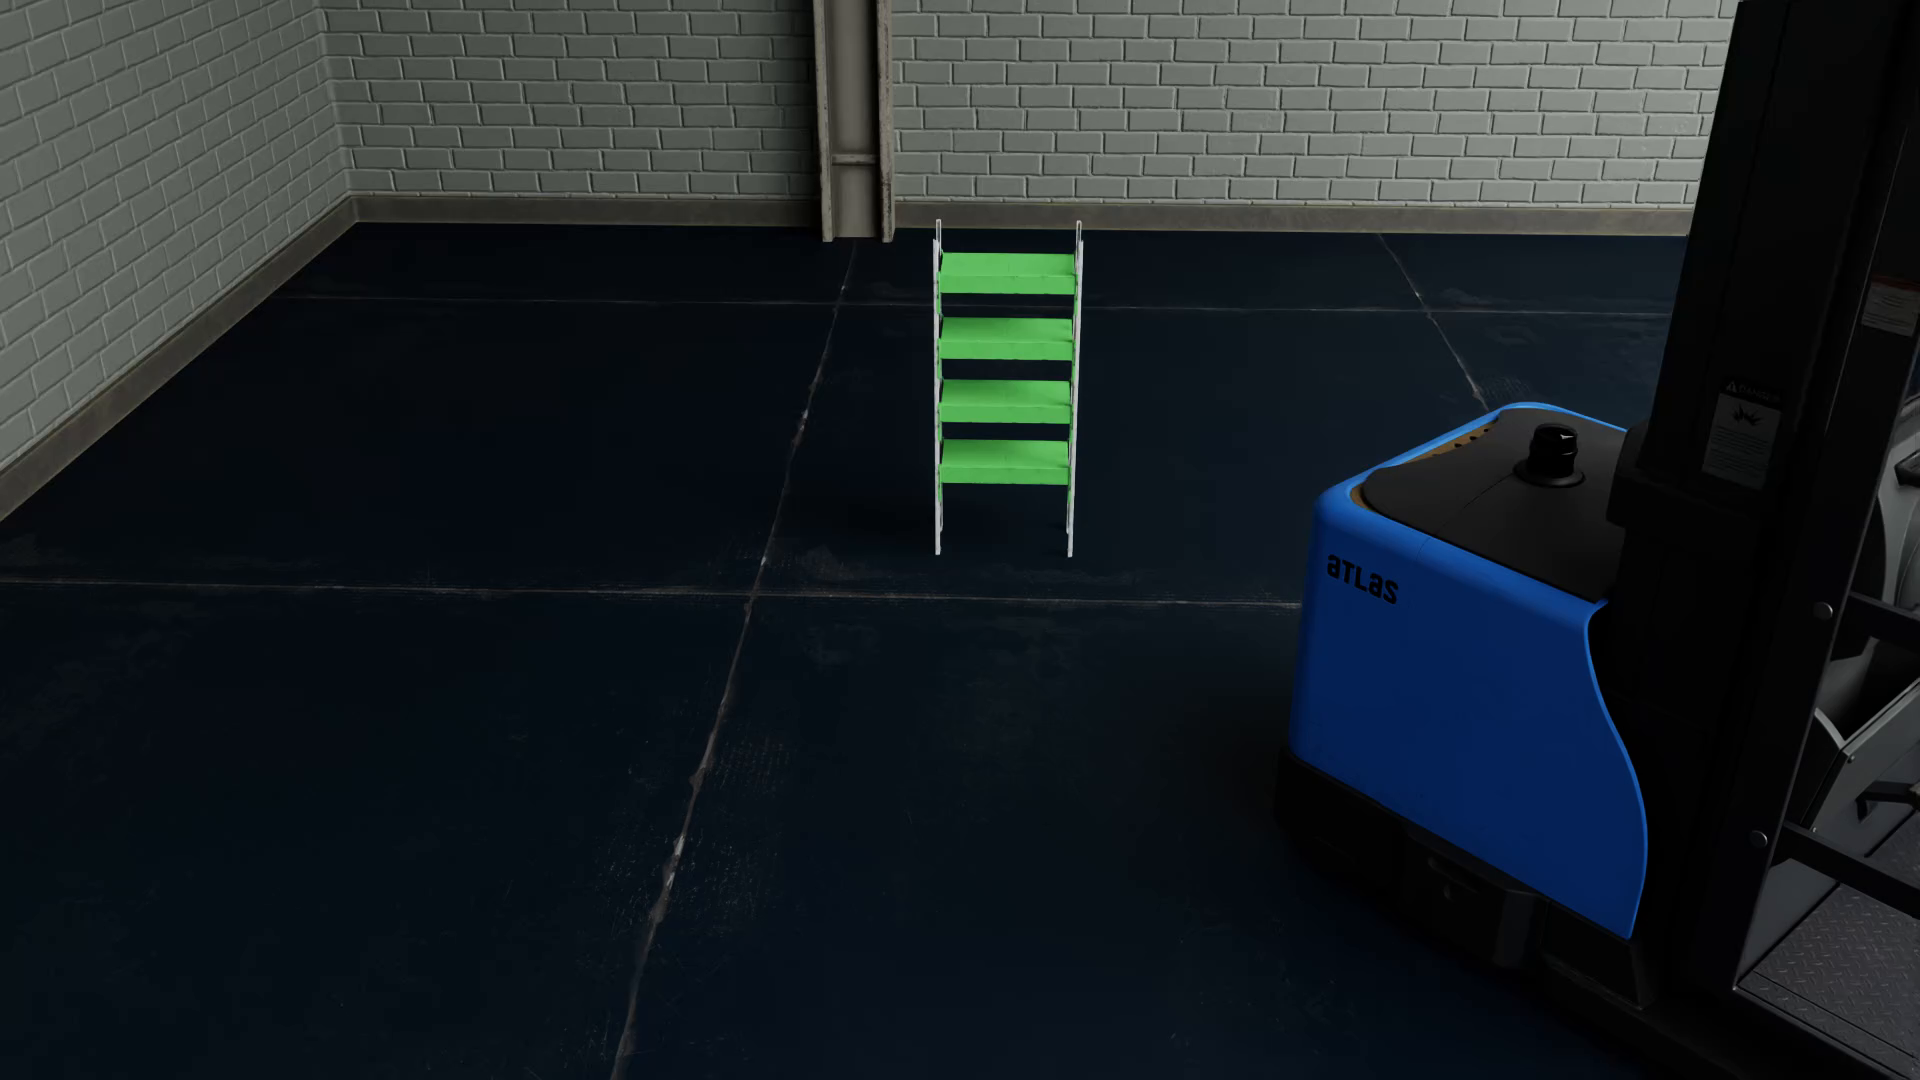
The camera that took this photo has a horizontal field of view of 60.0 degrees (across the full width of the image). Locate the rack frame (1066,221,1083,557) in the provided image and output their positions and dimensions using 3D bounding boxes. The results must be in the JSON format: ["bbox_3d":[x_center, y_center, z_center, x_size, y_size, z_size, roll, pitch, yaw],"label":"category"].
[{"bbox_3d":[0.409,-0.523,5.956,0.015,1.200,0.240,1,28,2],"label":"rack frame"}]

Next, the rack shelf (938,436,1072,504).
[{"bbox_3d":[0.165,-0.259,6.106,0.480,0.148,0.258,1,28,2],"label":"rack shelf"}]

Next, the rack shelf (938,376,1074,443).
[{"bbox_3d":[0.165,-0.471,5.994,0.480,0.148,0.258,1,28,2],"label":"rack shelf"}]

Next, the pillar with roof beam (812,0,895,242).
[{"bbox_3d":[-0.733,-3.726,3.671,0.400,9.000,9.100,1,28,2],"label":"pillar with roof beam"}]

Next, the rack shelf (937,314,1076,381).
[{"bbox_3d":[0.165,-0.683,5.881,0.480,0.148,0.258,1,28,2],"label":"rack shelf"}]

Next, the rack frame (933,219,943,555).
[{"bbox_3d":[-0.078,-0.531,5.971,0.015,1.200,0.240,1,28,2],"label":"rack frame"}]

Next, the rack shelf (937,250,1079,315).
[{"bbox_3d":[0.165,-0.895,5.769,0.480,0.148,0.258,1,28,2],"label":"rack shelf"}]

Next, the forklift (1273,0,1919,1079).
[{"bbox_3d":[2.225,-0.093,3.295,1.130,2.935,3.031,-22,35,-36],"label":"forklift"}]

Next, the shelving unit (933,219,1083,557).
[{"bbox_3d":[0.165,-0.527,5.964,0.503,1.200,0.258,1,28,2],"label":"shelving unit"}]
